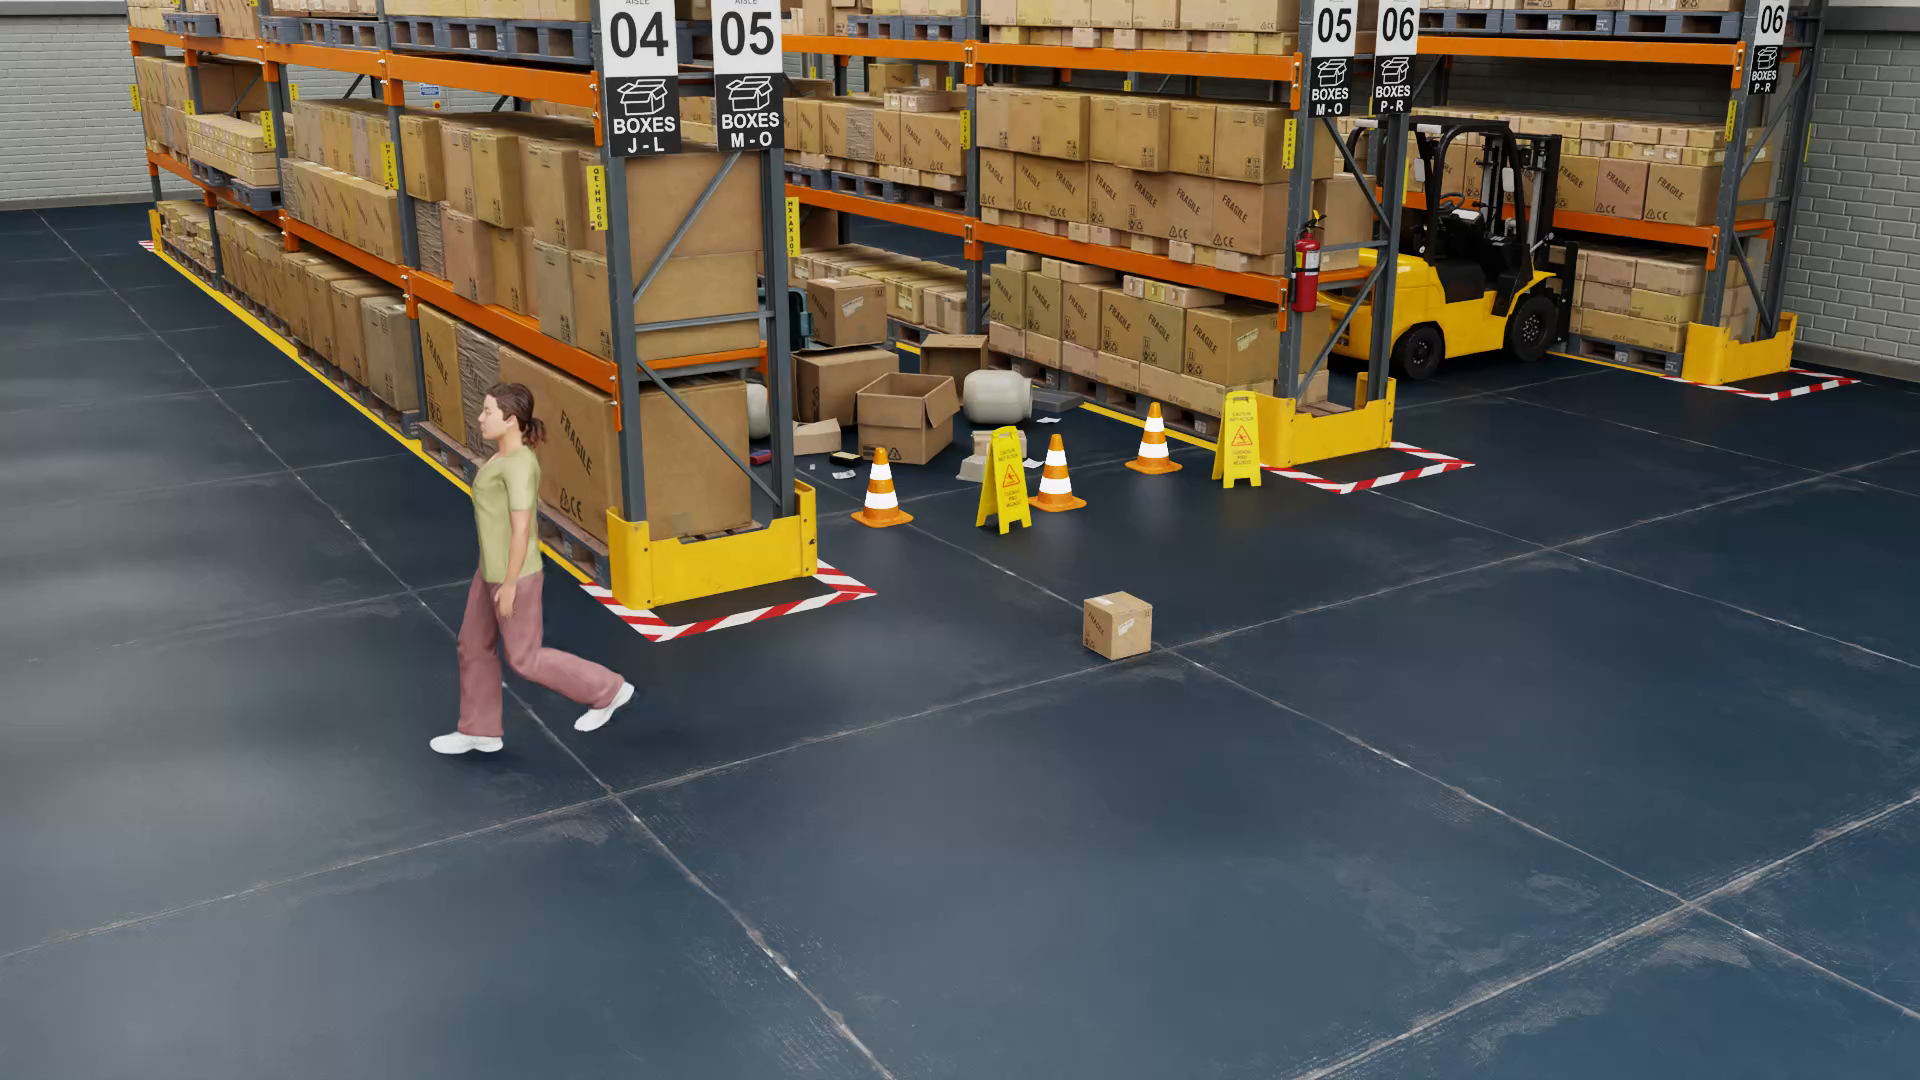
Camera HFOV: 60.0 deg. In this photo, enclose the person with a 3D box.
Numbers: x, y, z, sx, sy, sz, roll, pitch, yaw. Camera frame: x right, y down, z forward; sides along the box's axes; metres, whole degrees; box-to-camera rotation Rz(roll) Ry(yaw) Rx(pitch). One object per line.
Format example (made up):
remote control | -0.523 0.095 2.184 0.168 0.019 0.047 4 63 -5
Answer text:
person | -1.885 0.135 7.133 0.882 1.635 0.454 -7 19 -20
